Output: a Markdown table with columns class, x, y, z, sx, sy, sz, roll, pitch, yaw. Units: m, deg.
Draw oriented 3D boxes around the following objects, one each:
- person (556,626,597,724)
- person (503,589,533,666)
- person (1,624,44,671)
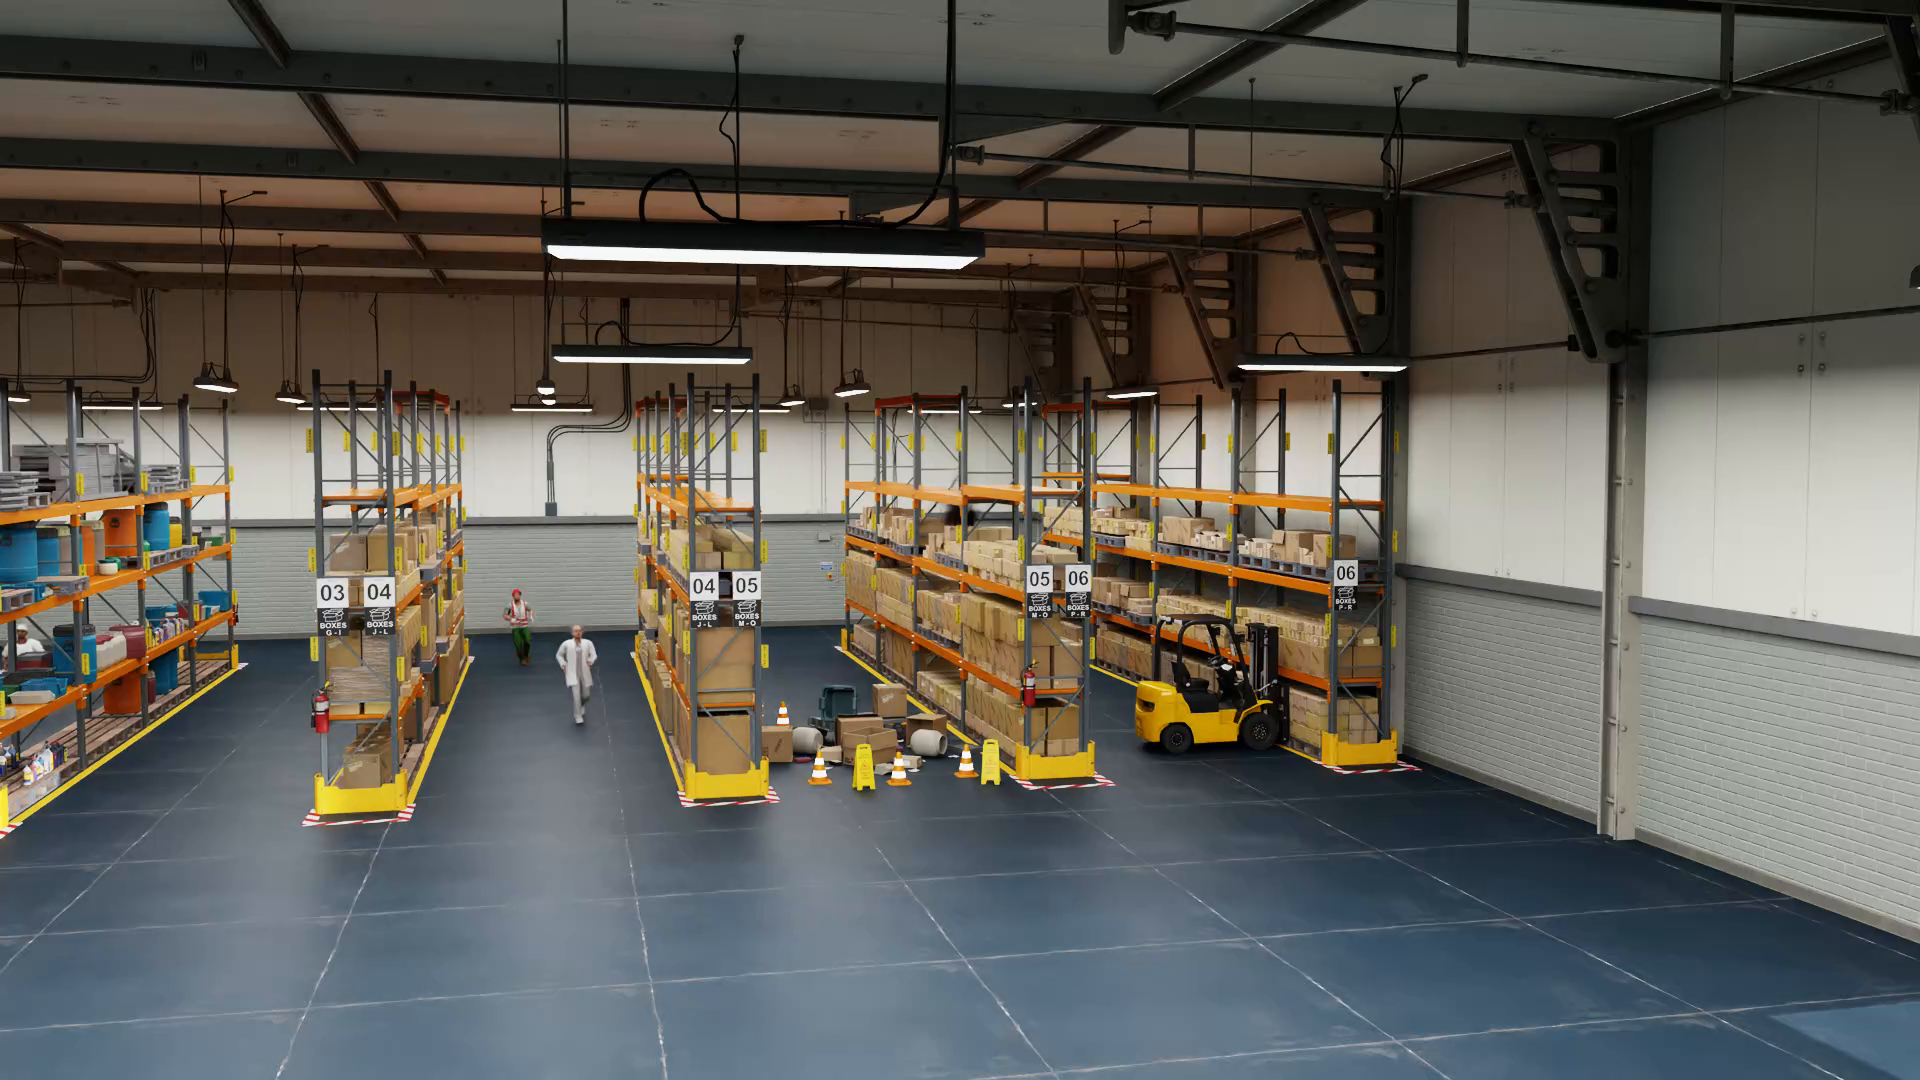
| class | x | y | z | sx | sy | sz | roll | pitch | yaw |
| --- | --- | --- | --- | --- | --- | --- | --- | --- | --- |
| person | -6.892 | 2.405 | 29.934 | 0.715 | 1.735 | 0.826 | -1 | 4 | -22 |
| person | -9.897 | 1.967 | 37.344 | 0.687 | 1.737 | 0.527 | -1 | 4 | -24 |
| person | -17.086 | 2.392 | 30.308 | 0.696 | 1.718 | 0.605 | -1 | 4 | -20 |
